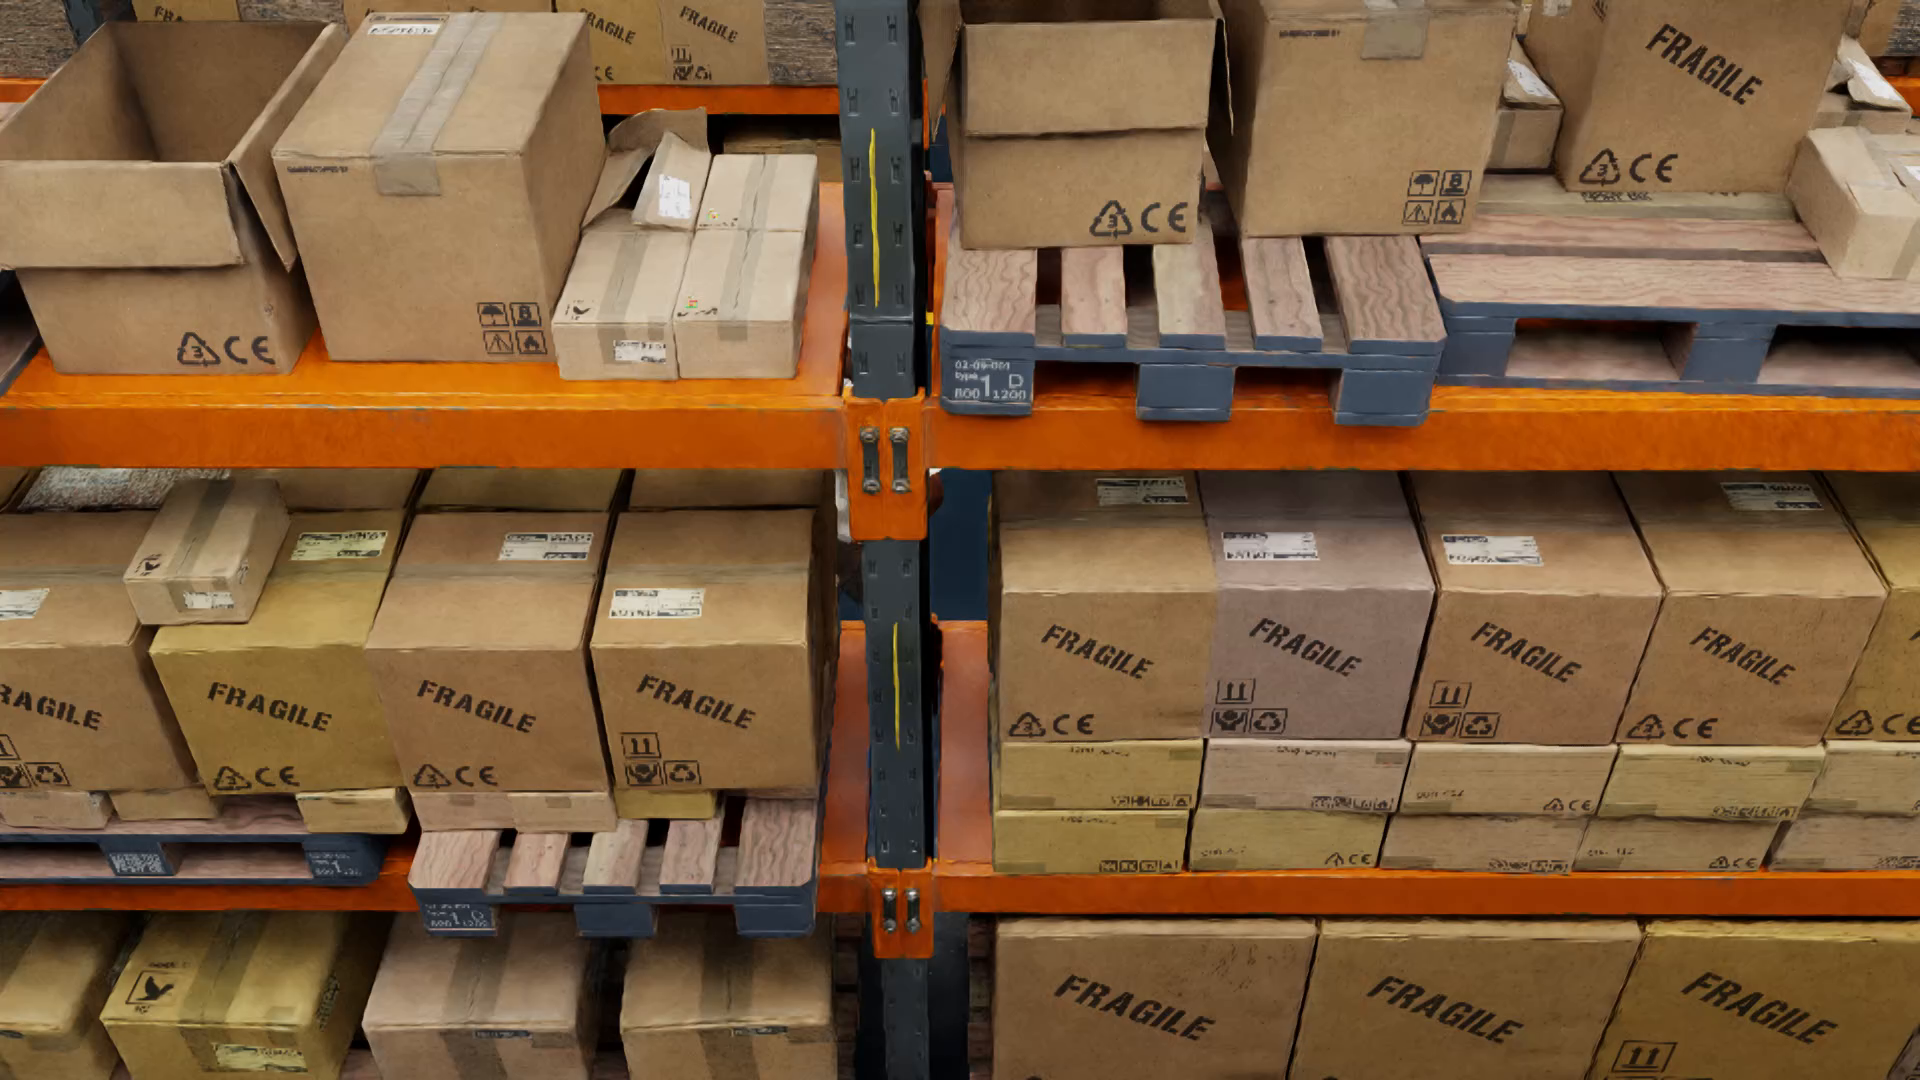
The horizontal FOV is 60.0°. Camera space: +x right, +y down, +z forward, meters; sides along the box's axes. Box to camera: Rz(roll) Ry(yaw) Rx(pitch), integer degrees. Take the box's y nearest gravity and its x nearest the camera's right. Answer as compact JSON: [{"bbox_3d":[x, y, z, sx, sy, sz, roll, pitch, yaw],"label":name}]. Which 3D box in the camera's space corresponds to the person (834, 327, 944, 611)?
[{"bbox_3d":[-0.469,-0.113,6.283,0.868,1.745,0.654,3,39,3],"label":"person"}]
